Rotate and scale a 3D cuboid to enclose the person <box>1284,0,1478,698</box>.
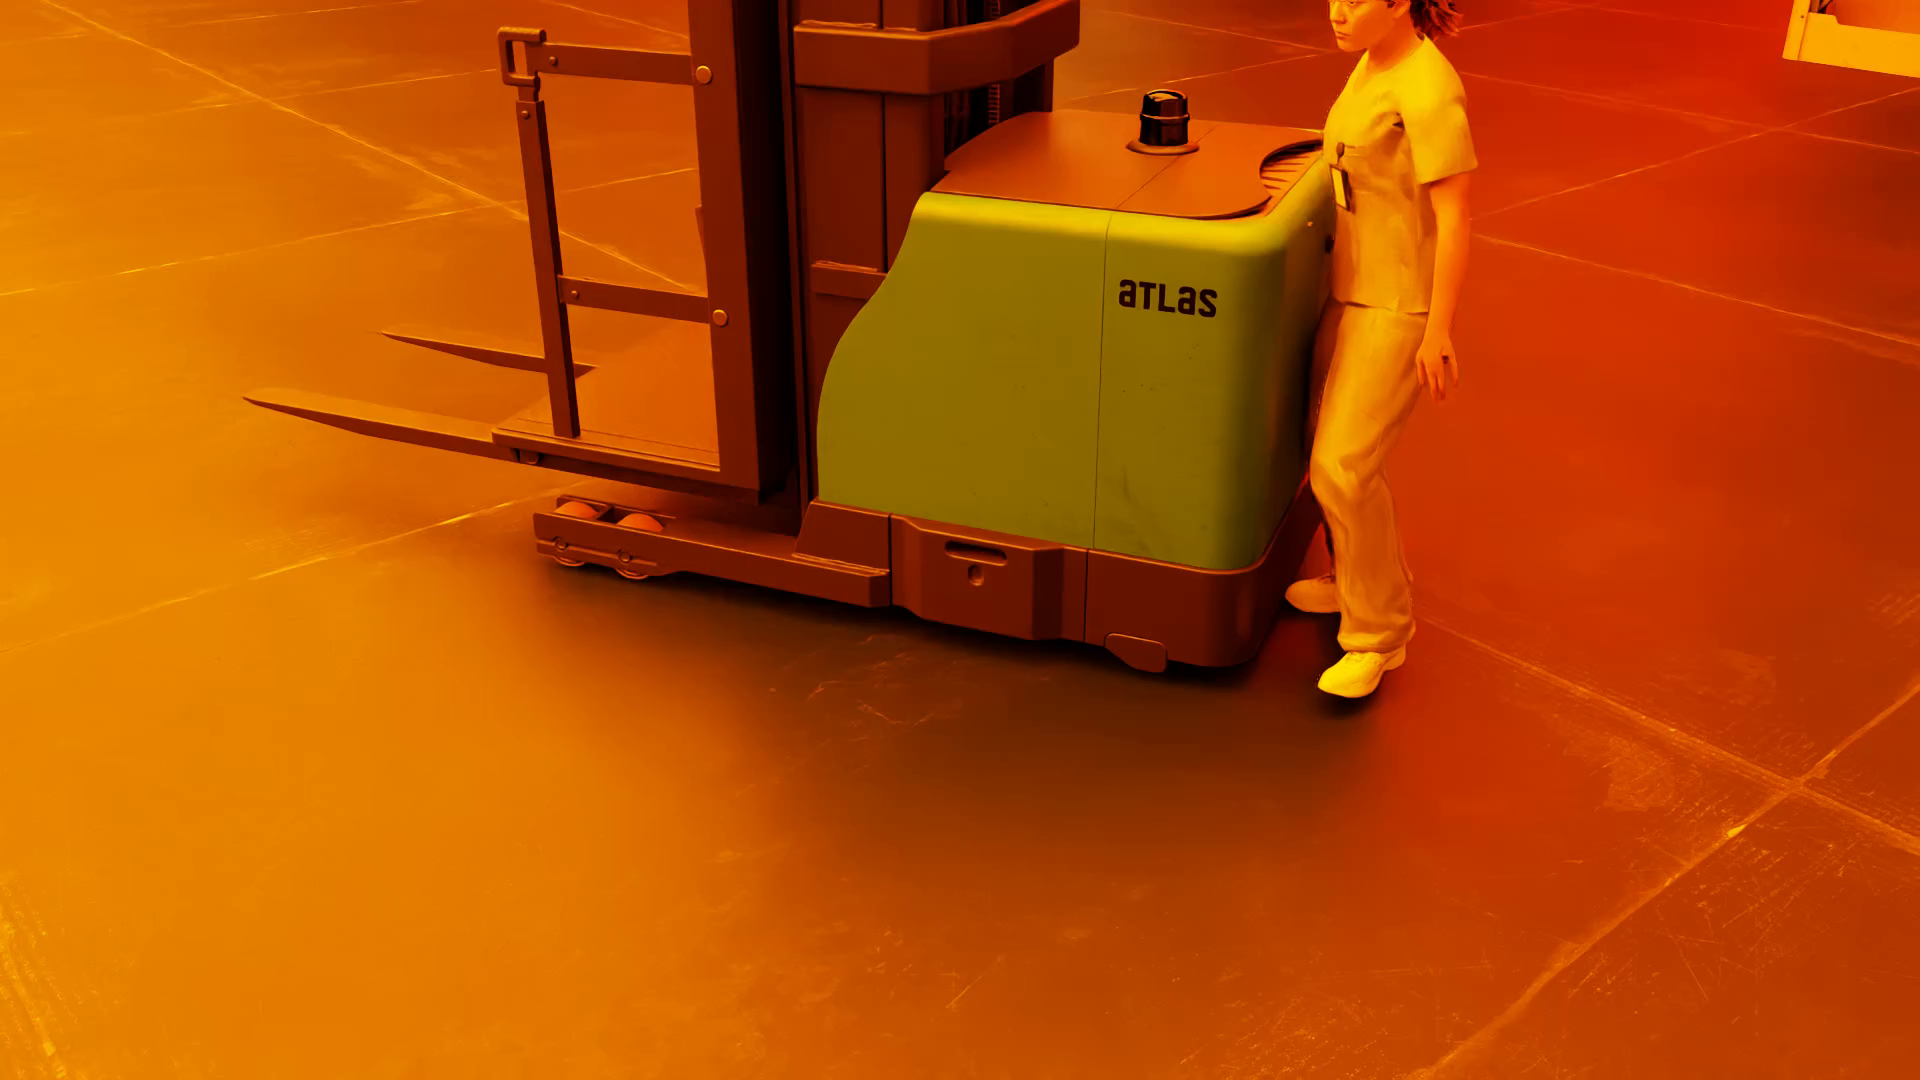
[{"bbox_3d":[0.939,-0.510,3.687,0.386,1.644,0.771,-2,26,-5],"label":"person"}]

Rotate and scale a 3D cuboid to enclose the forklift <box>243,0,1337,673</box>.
[{"bbox_3d":[-0.565,-1.415,4.056,3.031,2.935,1.130,10,28,20],"label":"forklift"}]
